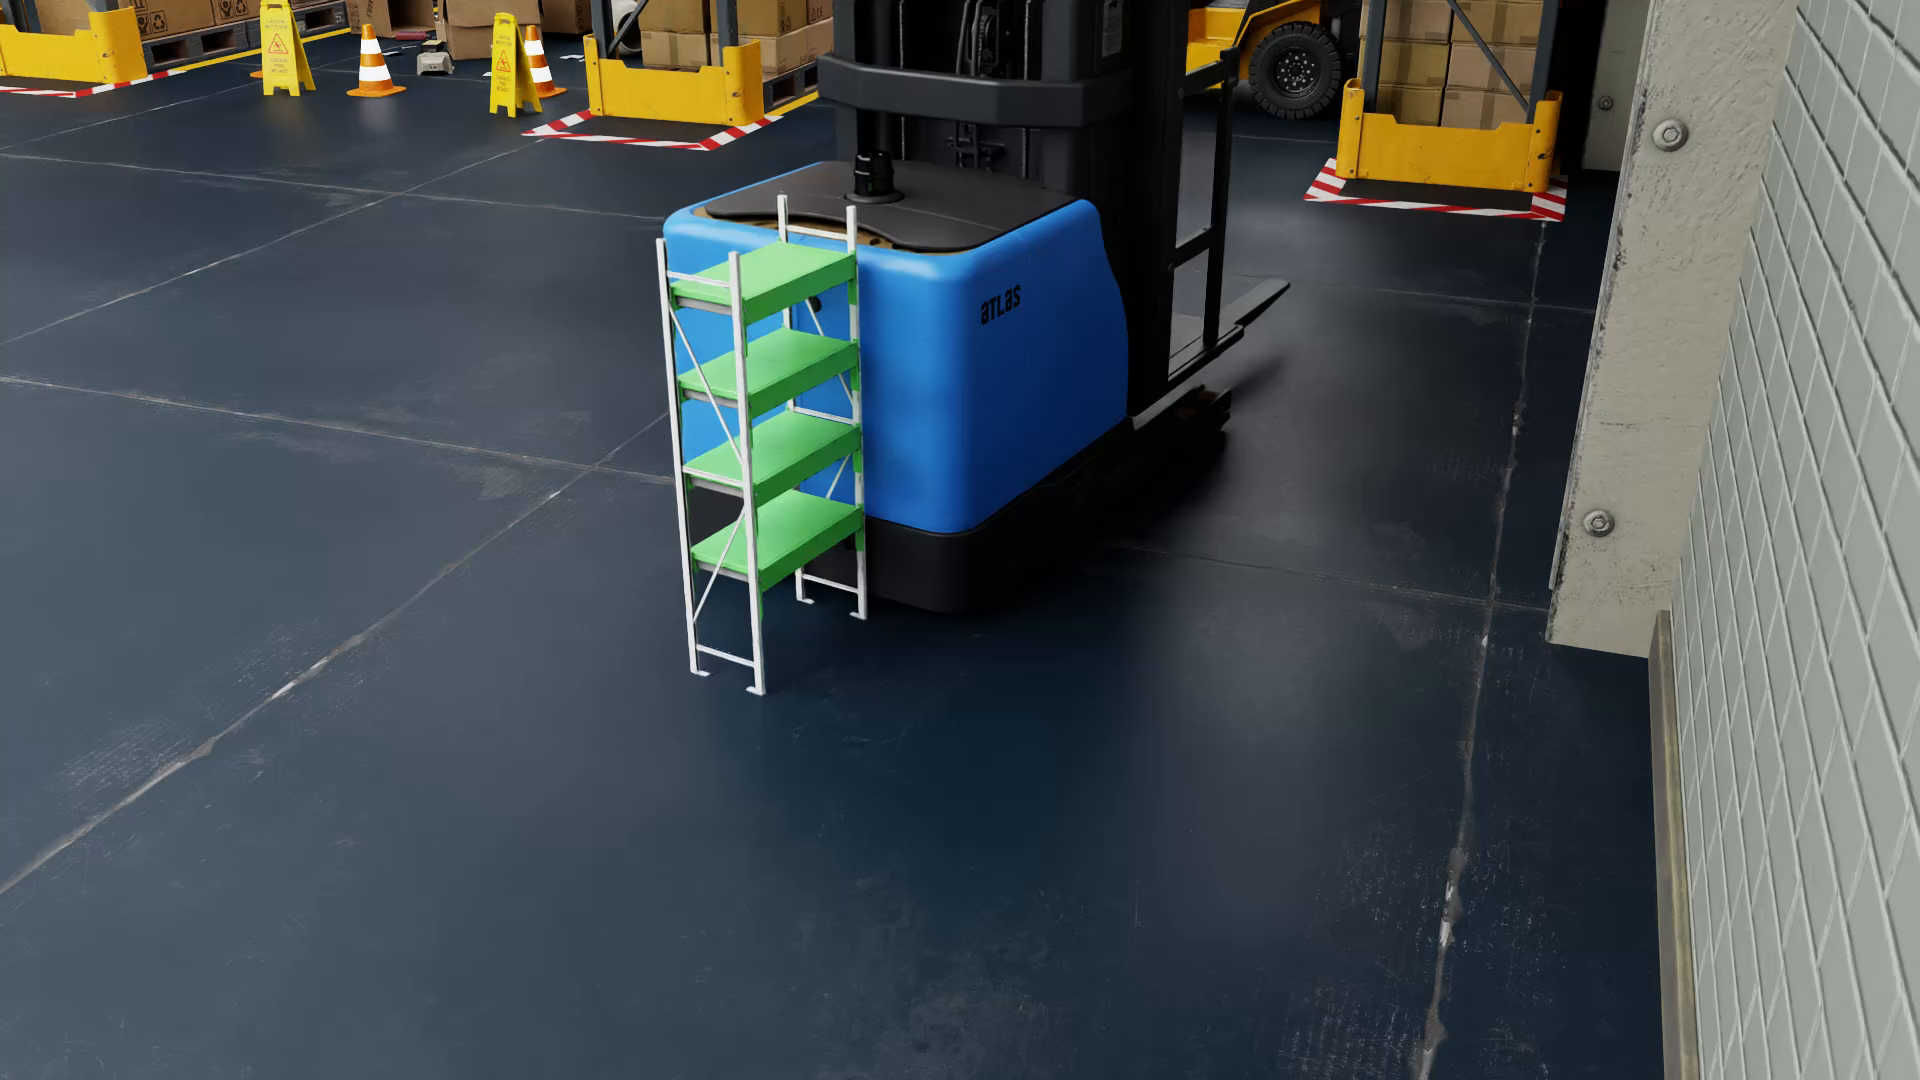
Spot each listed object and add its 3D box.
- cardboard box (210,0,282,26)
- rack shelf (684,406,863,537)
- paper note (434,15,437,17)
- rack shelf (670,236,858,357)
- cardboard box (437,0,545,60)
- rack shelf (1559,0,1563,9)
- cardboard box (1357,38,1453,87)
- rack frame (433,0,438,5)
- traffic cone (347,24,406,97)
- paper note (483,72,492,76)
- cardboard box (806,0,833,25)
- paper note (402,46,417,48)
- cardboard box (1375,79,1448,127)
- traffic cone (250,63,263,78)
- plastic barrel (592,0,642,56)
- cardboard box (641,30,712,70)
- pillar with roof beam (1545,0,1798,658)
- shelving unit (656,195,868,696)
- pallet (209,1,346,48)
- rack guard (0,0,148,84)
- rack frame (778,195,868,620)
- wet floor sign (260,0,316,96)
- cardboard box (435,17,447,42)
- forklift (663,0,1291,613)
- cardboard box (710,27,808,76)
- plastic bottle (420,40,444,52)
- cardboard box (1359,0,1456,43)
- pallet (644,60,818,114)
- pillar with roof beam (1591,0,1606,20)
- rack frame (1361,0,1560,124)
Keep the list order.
[{"bbox_3d":[-6.163,-4.712,13.495,0.875,0.875,0.875,8,27,17],"label":"cardboard box"},{"bbox_3d":[-0.497,-0.191,4.413,0.258,0.148,0.480,15,29,27],"label":"rack shelf"},{"bbox_3d":[-4.656,-4.729,14.981,0.147,0.020,0.142,-9,27,-18],"label":"paper note"},{"bbox_3d":[-0.497,-0.623,4.204,0.258,0.148,0.480,15,29,27],"label":"rack shelf"},{"bbox_3d":[-3.718,-4.118,13.177,0.797,0.503,0.637,-9,27,-18],"label":"cardboard box"},{"bbox_3d":[3.432,-3.932,10.755,1.077,0.370,4.000,9,27,17],"label":"rack shelf"},{"bbox_3d":[2.634,-2.856,9.806,0.500,0.250,0.500,8,27,17],"label":"cardboard box"},{"bbox_3d":[-5.286,-6.473,15.176,1.000,3.000,0.127,9,27,17],"label":"rack frame"},{"bbox_3d":[-4.149,-3.396,11.732,0.336,0.463,0.334,9,27,17],"label":"traffic cone"},{"bbox_3d":[-3.478,-3.493,12.430,0.148,0.019,0.142,0,26,-1],"label":"paper note"},{"bbox_3d":[-1.209,-3.958,11.796,0.500,0.500,0.500,8,27,16],"label":"cardboard box"},{"bbox_3d":[-4.477,-4.005,13.510,0.123,0.001,0.032,-20,33,-36],"label":"paper note"},{"bbox_3d":[2.625,-2.624,9.902,0.500,0.250,0.500,9,27,18],"label":"cardboard box"},{"bbox_3d":[-5.101,-3.699,12.359,0.336,0.463,0.334,9,27,17],"label":"traffic cone"},{"bbox_3d":[-2.656,-4.061,13.152,0.421,0.421,0.512,-14,29,-27],"label":"plastic barrel"},{"bbox_3d":[-1.892,-3.485,11.679,0.500,0.250,0.500,9,27,17],"label":"cardboard box"},{"bbox_3d":[-2.208,-4.448,4.111,9.100,9.000,0.400,9,27,17],"label":"pillar with roof beam"},{"bbox_3d":[-0.497,-0.248,4.385,0.258,1.200,0.503,15,29,27],"label":"shelving unit"},{"bbox_3d":[-6.017,-4.413,14.123,1.003,0.211,1.213,9,27,17],"label":"pallet"},{"bbox_3d":[-6.625,-3.694,12.305,1.175,0.500,0.348,9,27,17],"label":"rack guard"},{"bbox_3d":[-0.372,-0.339,4.574,0.240,1.200,0.015,15,29,27],"label":"rack frame"},{"bbox_3d":[-4.760,-3.470,11.676,0.267,0.644,0.232,4,26,8],"label":"wet floor sign"},{"bbox_3d":[-4.121,-4.268,13.761,0.396,0.266,0.258,14,29,26],"label":"cardboard box"},{"bbox_3d":[0.328,-1.716,5.431,1.130,2.935,3.031,15,29,27],"label":"forklift"},{"bbox_3d":[-1.386,-3.395,11.494,0.500,0.250,0.500,9,27,17],"label":"cardboard box"},{"bbox_3d":[-4.251,-3.990,13.421,0.133,0.061,0.283,0,26,-1],"label":"plastic bottle"},{"bbox_3d":[2.626,-3.070,9.675,0.500,0.250,0.500,10,27,19],"label":"cardboard box"},{"bbox_3d":[-1.587,-3.257,11.735,1.003,0.211,1.213,9,27,17],"label":"pallet"},{"bbox_3d":[1.785,-9.380,14.296,9.100,9.000,0.400,9,27,17],"label":"pillar with roof beam"},{"bbox_3d":[2.766,-3.434,8.901,1.000,3.000,0.127,9,27,17],"label":"rack frame"}]
